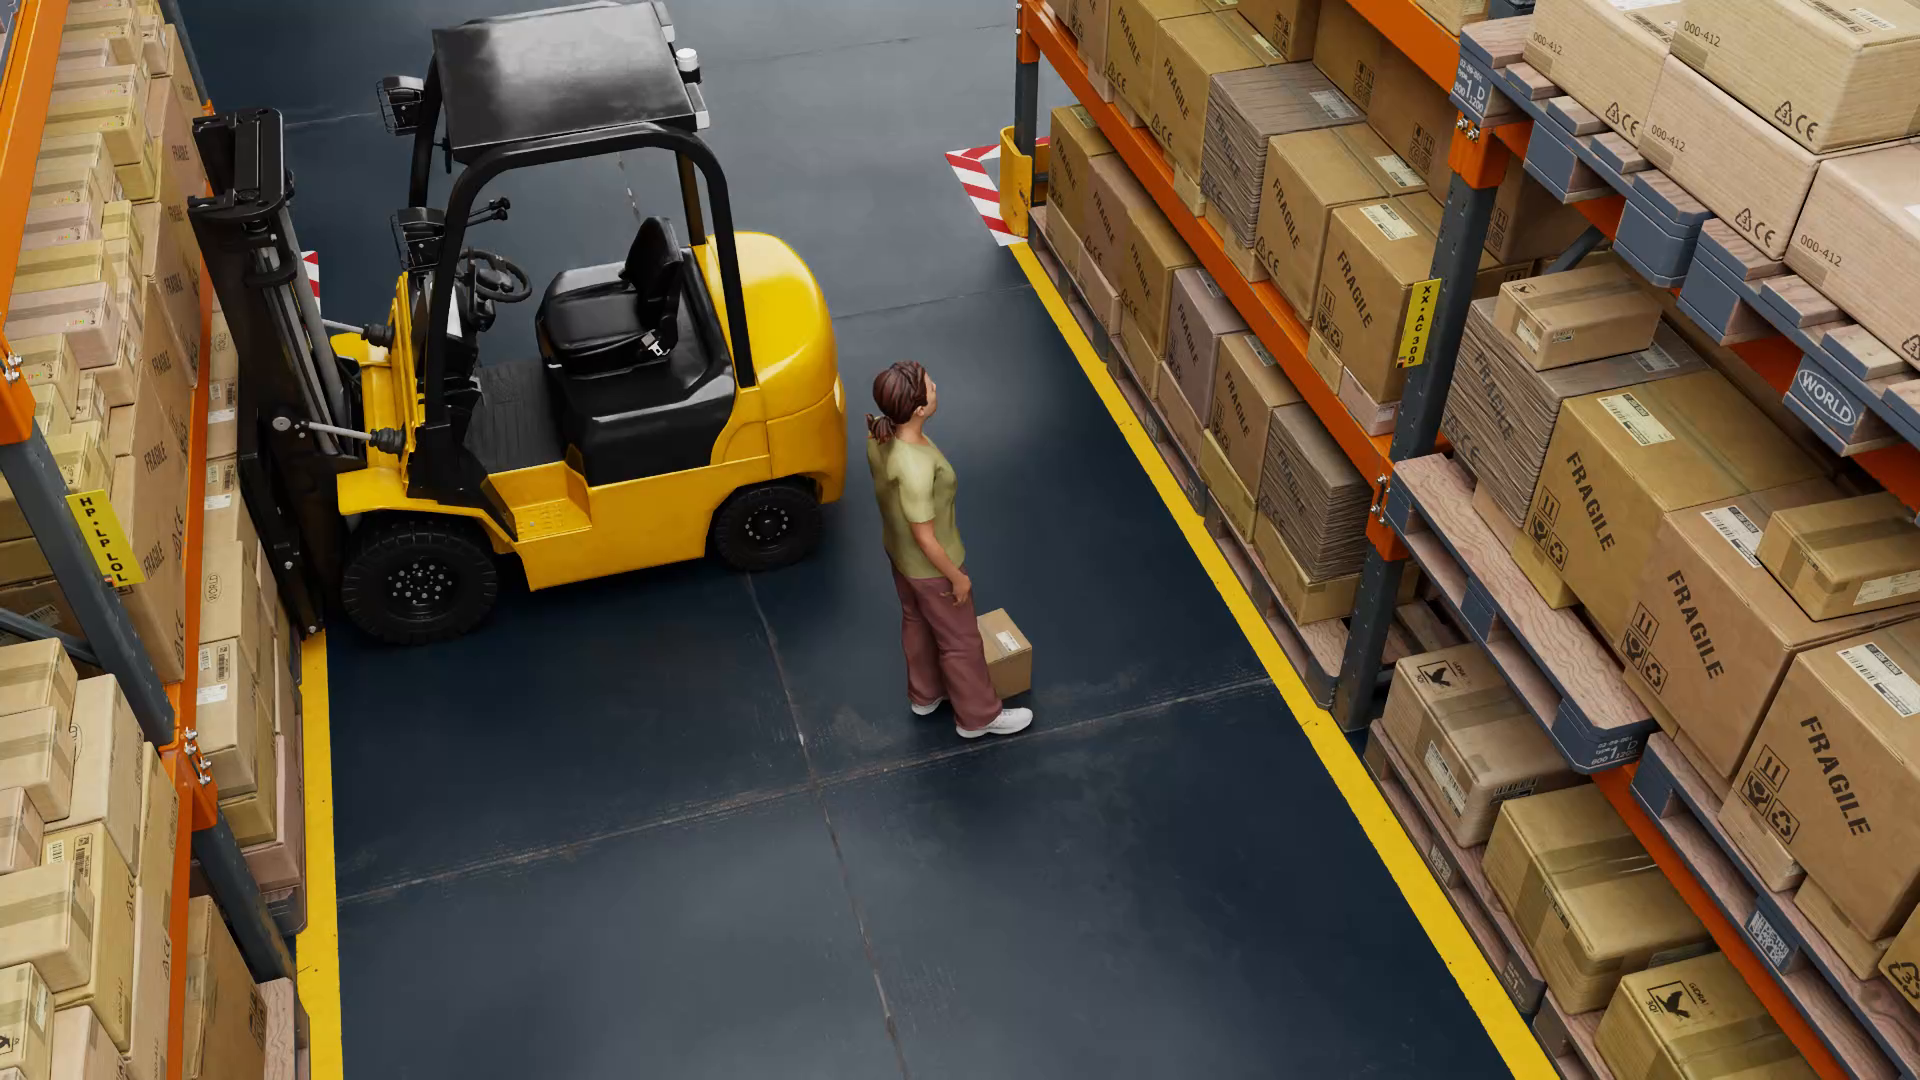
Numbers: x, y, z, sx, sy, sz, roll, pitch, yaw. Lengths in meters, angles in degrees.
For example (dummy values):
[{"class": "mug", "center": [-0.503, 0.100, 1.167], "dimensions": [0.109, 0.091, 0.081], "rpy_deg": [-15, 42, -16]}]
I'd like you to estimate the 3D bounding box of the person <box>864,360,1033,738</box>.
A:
[{"class": "person", "center": [-0.062, 0.030, 6.115], "dimensions": [0.549, 1.675, 0.553], "rpy_deg": [-18, 45, -18]}]
